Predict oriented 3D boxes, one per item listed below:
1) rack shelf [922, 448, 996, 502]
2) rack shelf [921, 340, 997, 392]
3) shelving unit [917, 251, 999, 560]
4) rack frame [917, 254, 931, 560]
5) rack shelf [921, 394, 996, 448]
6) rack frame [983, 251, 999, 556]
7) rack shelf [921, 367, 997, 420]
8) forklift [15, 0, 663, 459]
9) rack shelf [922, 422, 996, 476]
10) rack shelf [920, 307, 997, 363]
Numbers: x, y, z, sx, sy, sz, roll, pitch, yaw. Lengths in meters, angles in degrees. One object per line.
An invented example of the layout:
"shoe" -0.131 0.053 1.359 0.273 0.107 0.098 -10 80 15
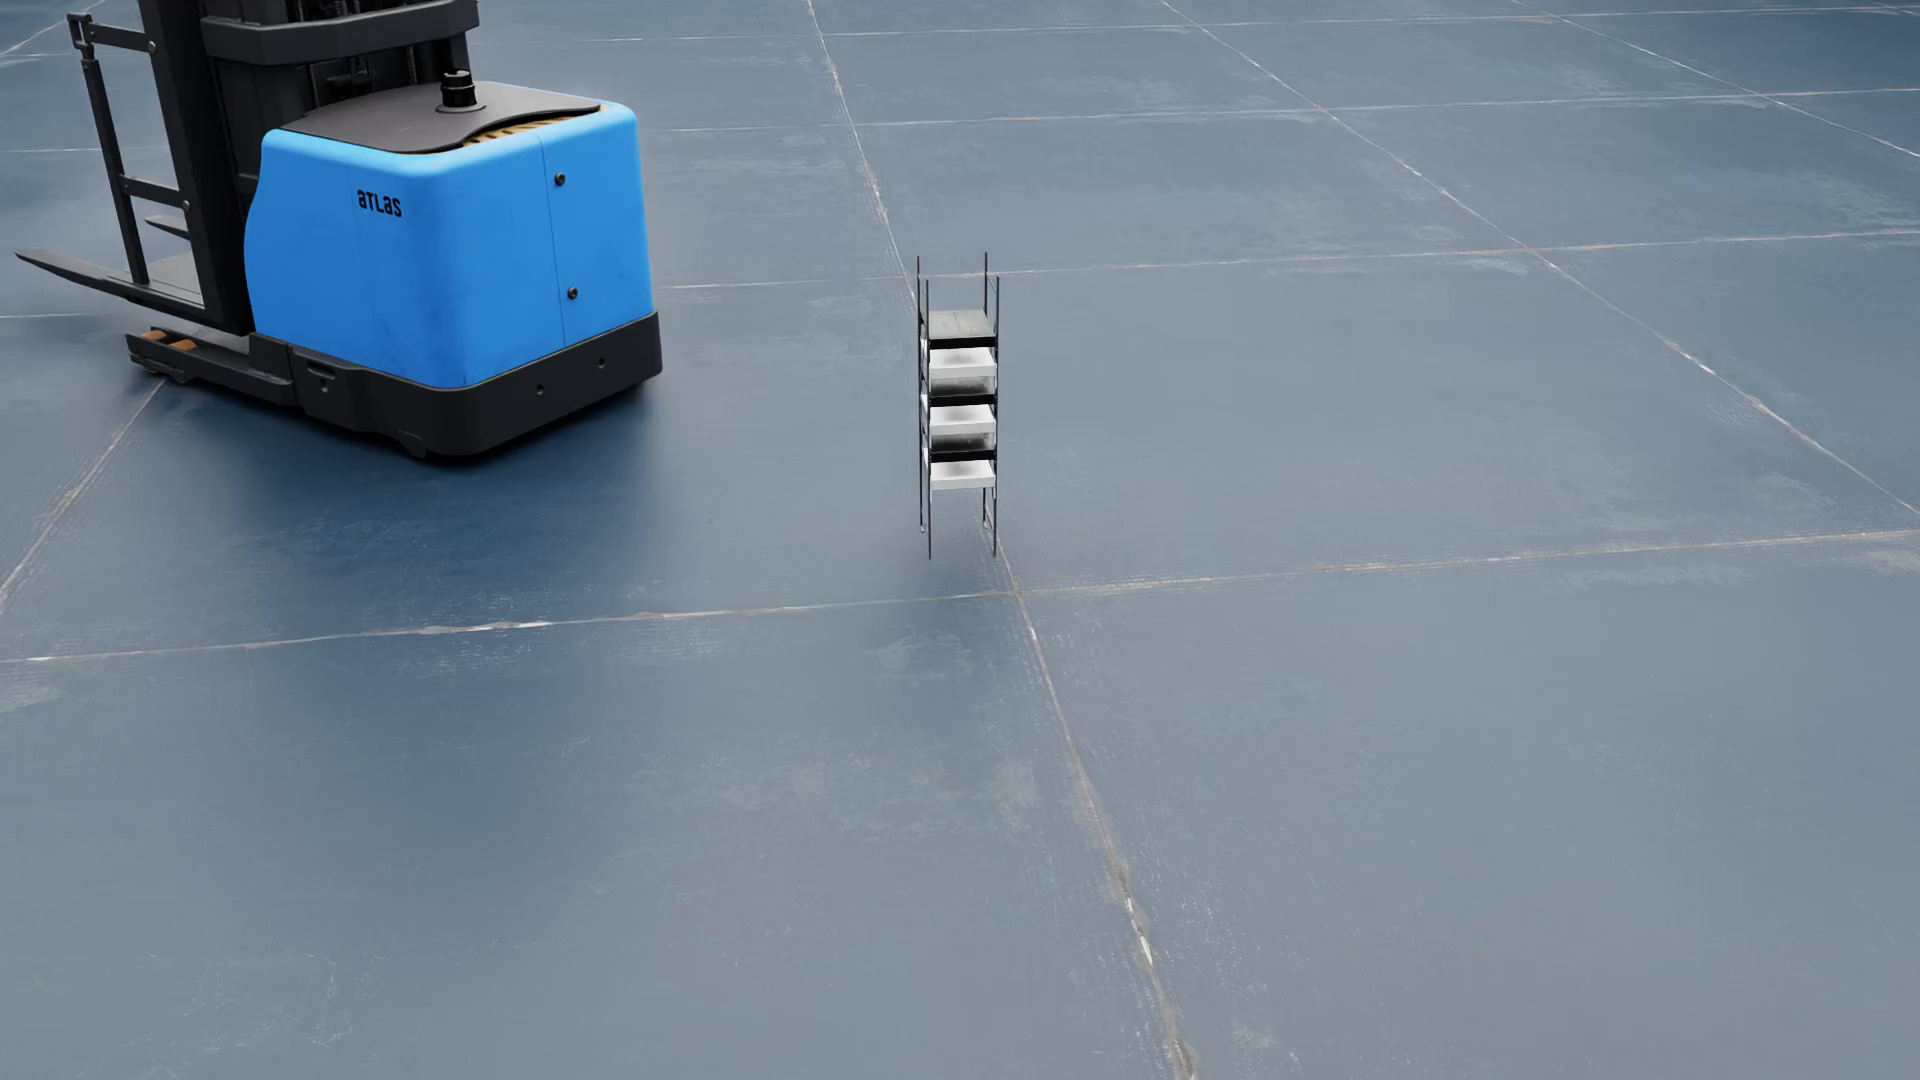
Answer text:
"rack shelf" -0.008 -0.210 5.141 0.200 0.077 0.258 -4 27 -7
"rack shelf" -0.008 -0.530 4.977 0.200 0.077 0.258 -4 27 -7
"shelving unit" -0.008 -0.400 5.044 0.210 0.900 0.258 -4 27 -7
"rack frame" -0.109 -0.393 5.031 0.006 0.900 0.240 -4 27 -7
"rack shelf" -0.008 -0.370 5.059 0.200 0.077 0.258 -4 27 -7
"rack frame" 0.093 -0.406 5.056 0.006 0.900 0.240 -4 27 -7
"rack shelf" -0.008 -0.450 5.018 0.200 0.077 0.258 -4 27 -7
"forklift" -2.645 -2.090 6.112 3.031 2.935 1.130 17 32 30
"rack shelf" -0.008 -0.290 5.100 0.200 0.077 0.258 -4 27 -7
"rack shelf" -0.008 -0.610 4.936 0.200 0.077 0.258 -4 27 -7
